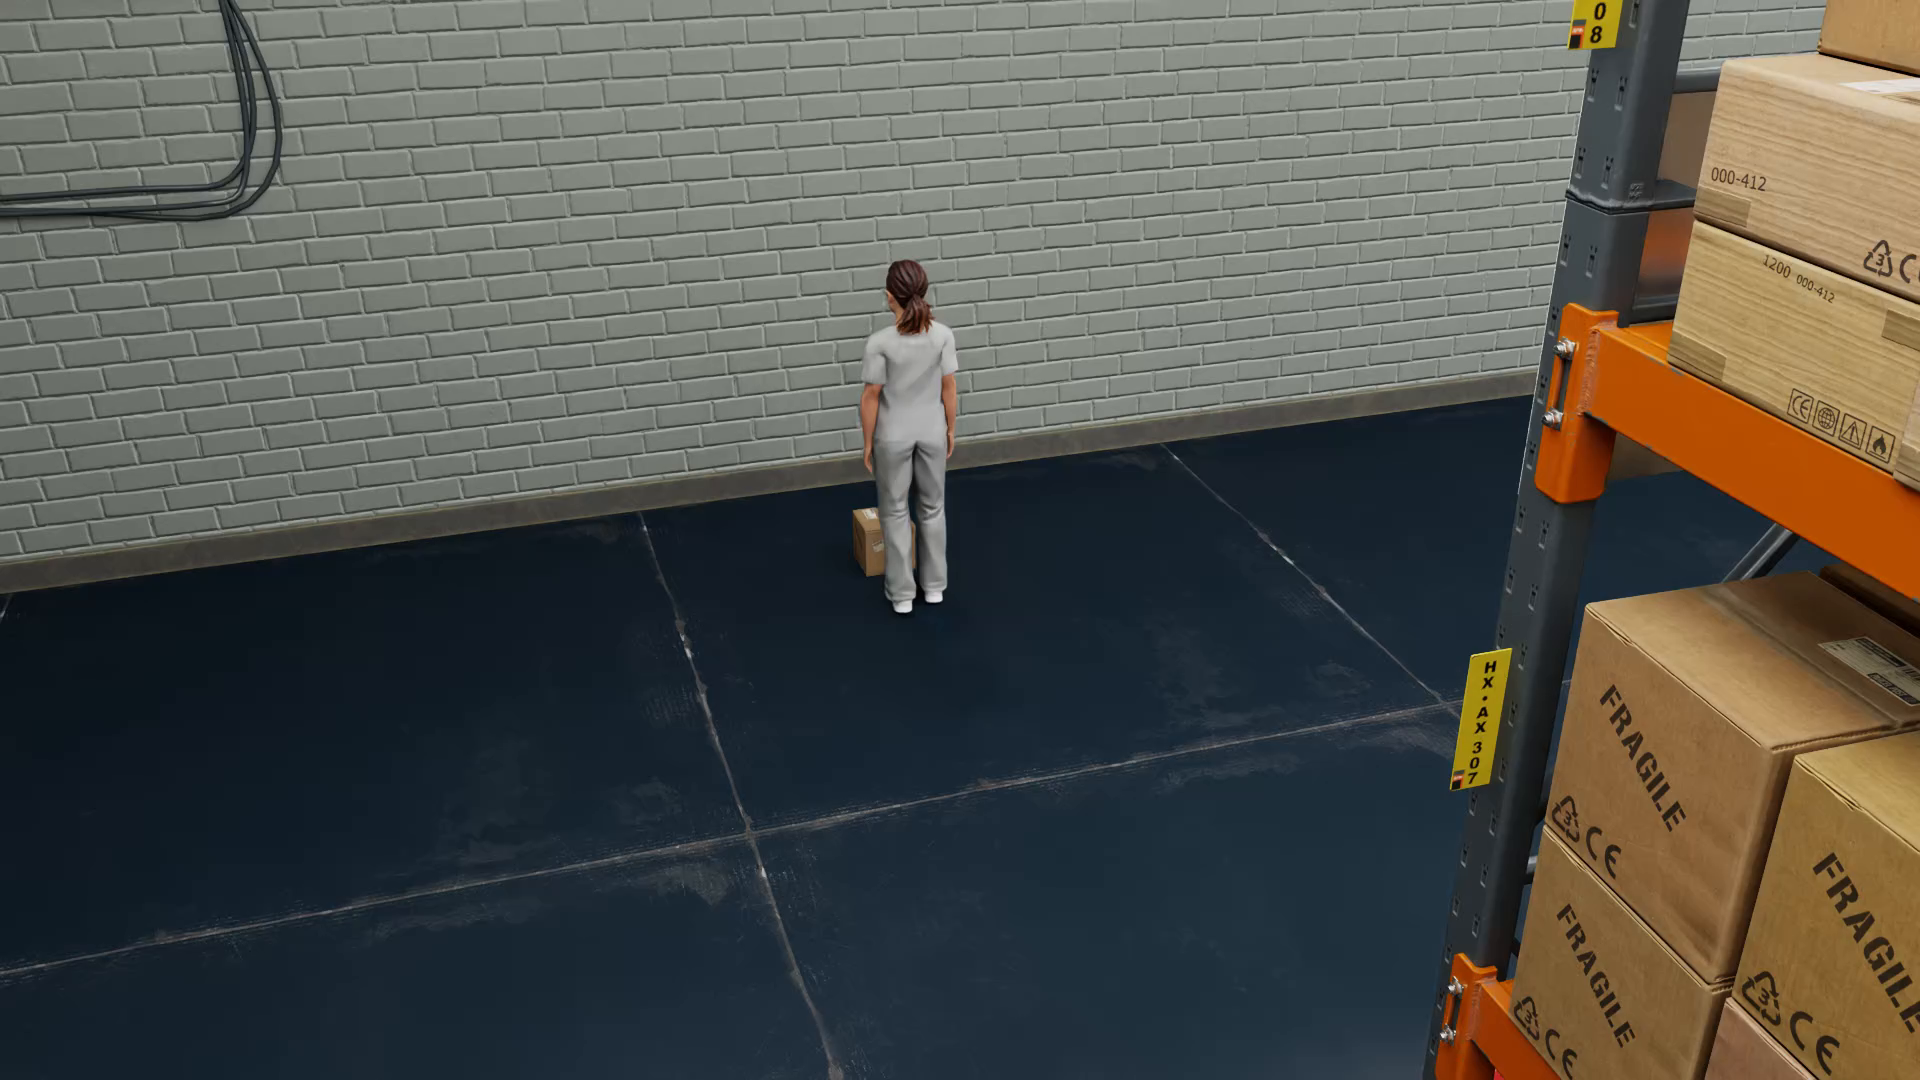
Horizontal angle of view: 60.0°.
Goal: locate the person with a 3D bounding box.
[{"bbox_3d":[-0.243,-0.451,7.511,0.448,1.665,0.455,-8,28,-16],"label":"person"}]
